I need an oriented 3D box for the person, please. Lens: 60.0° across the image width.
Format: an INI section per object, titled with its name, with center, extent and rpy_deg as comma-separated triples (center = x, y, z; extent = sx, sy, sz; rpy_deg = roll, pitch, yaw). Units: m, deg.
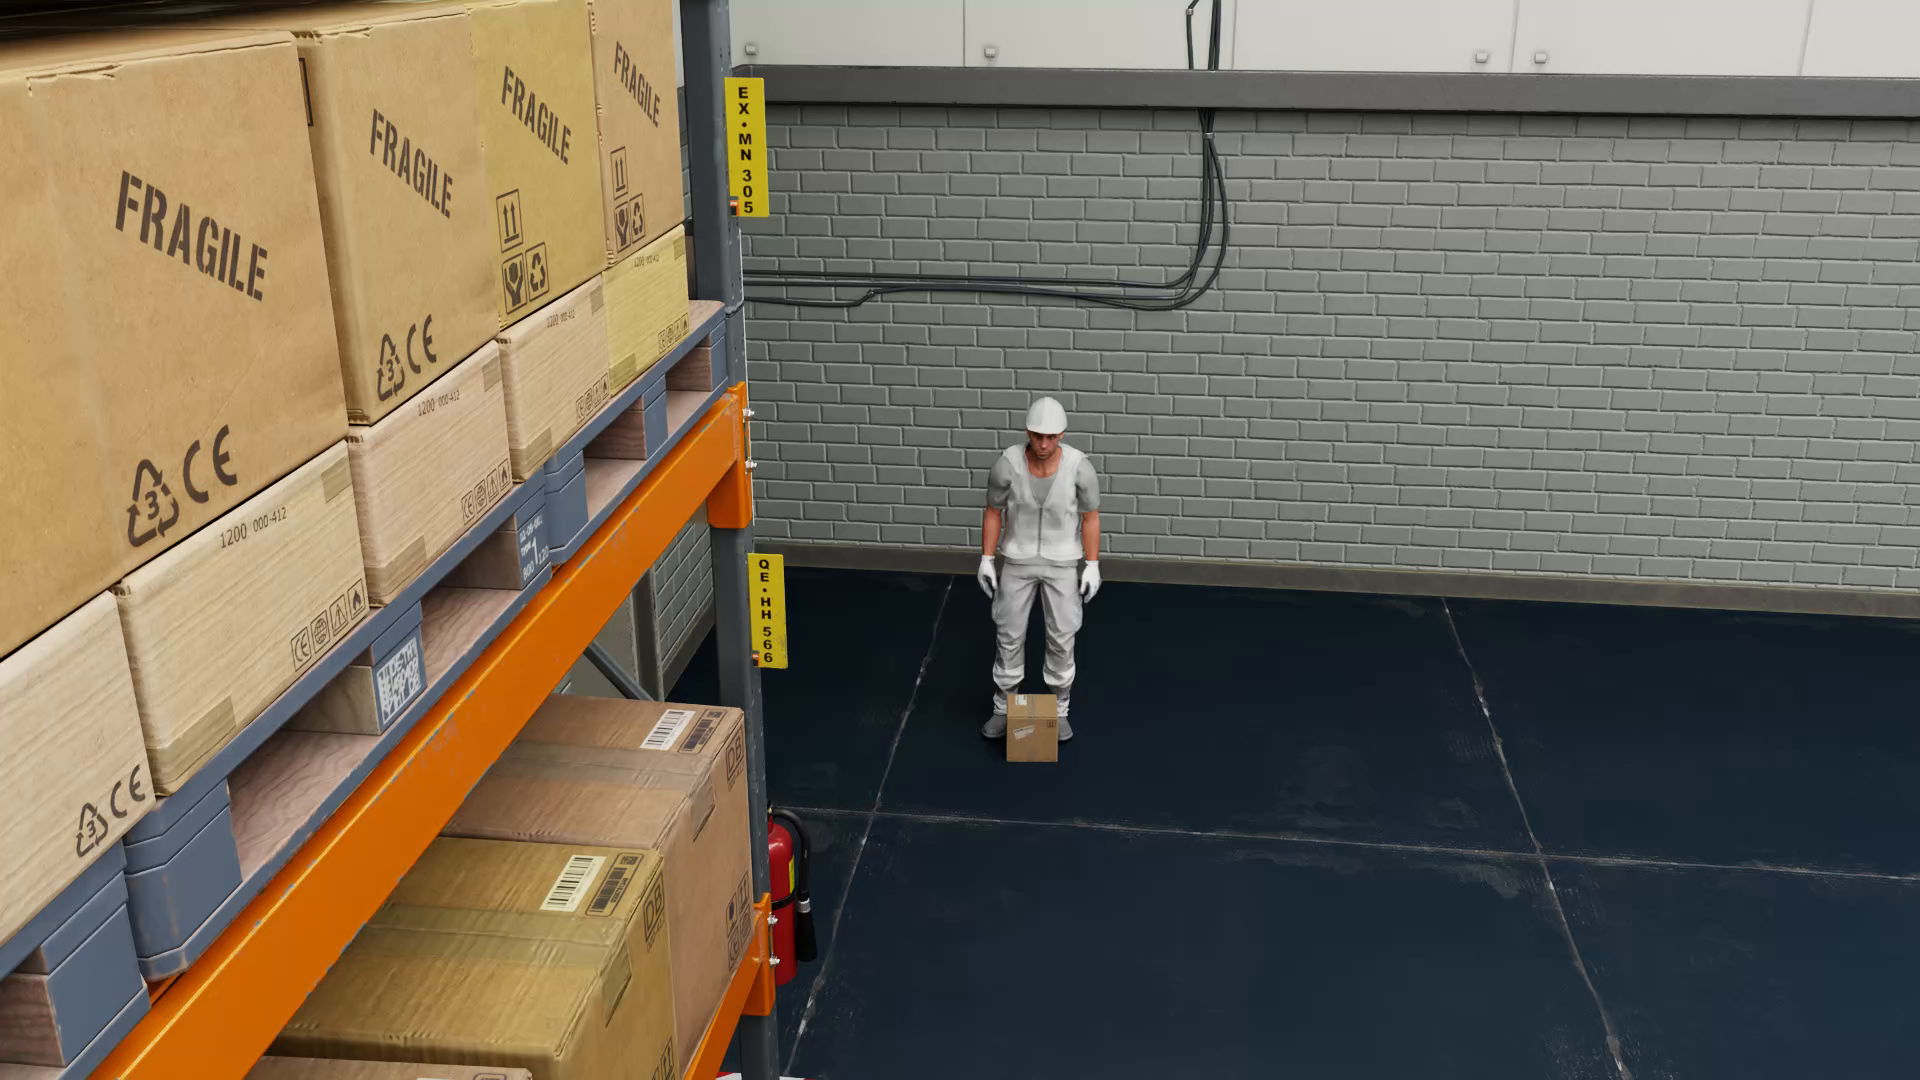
[person]
center = 0.391, 0.141, 8.193
extent = 0.611, 1.779, 0.455
rpy_deg = 2, 21, 6
